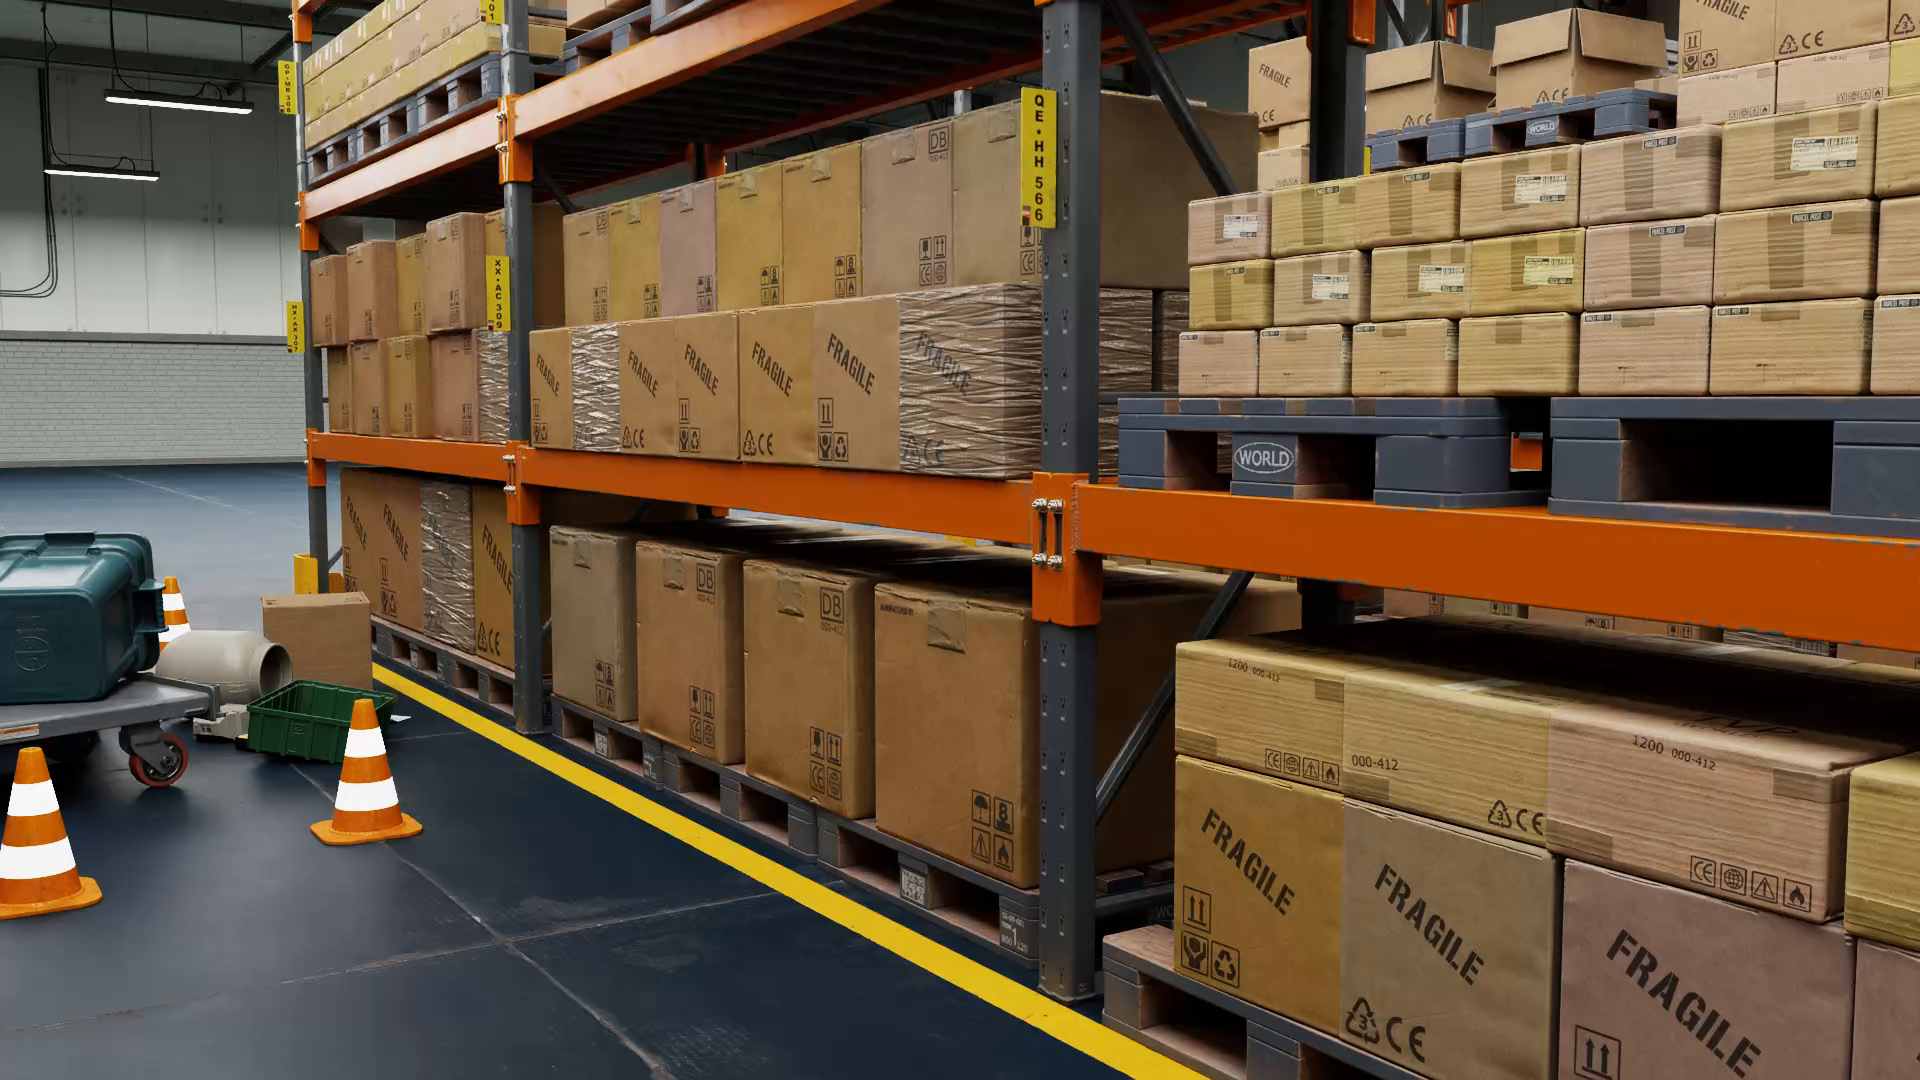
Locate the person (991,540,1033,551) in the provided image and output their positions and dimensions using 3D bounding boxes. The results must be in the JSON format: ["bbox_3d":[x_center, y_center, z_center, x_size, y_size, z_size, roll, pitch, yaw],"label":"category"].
[{"bbox_3d":[0.330,-0.152,9.890,0.375,1.662,0.532,-4,6,-37],"label":"person"}]
